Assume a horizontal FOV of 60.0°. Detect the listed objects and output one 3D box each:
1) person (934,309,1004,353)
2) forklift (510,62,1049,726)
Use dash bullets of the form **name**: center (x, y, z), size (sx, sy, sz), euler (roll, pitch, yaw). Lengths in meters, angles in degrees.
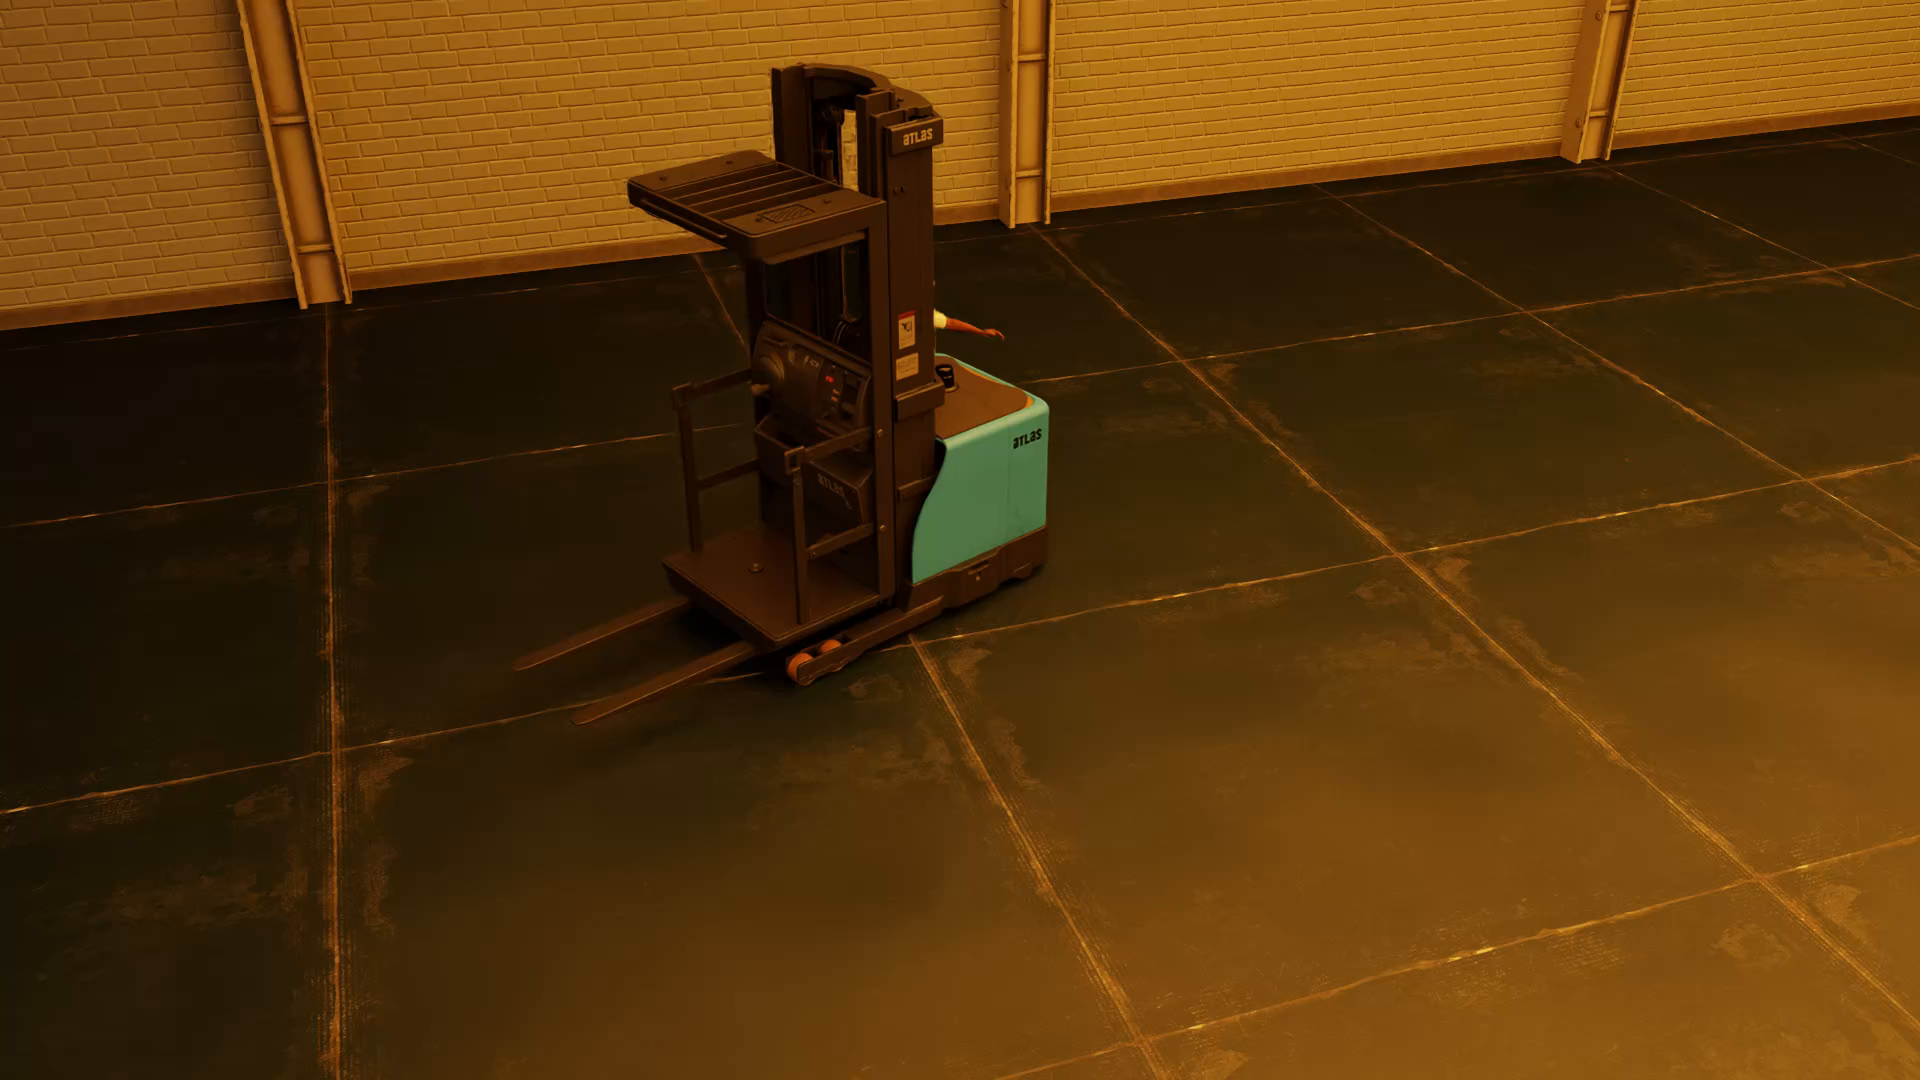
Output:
- **person**: center (-0.120, -0.940, 10.202), size (0.822, 1.440, 0.886), euler (9, 31, 15)
- **forklift**: center (-0.932, -0.805, 8.485), size (3.031, 2.935, 1.130), euler (-23, 37, -35)
